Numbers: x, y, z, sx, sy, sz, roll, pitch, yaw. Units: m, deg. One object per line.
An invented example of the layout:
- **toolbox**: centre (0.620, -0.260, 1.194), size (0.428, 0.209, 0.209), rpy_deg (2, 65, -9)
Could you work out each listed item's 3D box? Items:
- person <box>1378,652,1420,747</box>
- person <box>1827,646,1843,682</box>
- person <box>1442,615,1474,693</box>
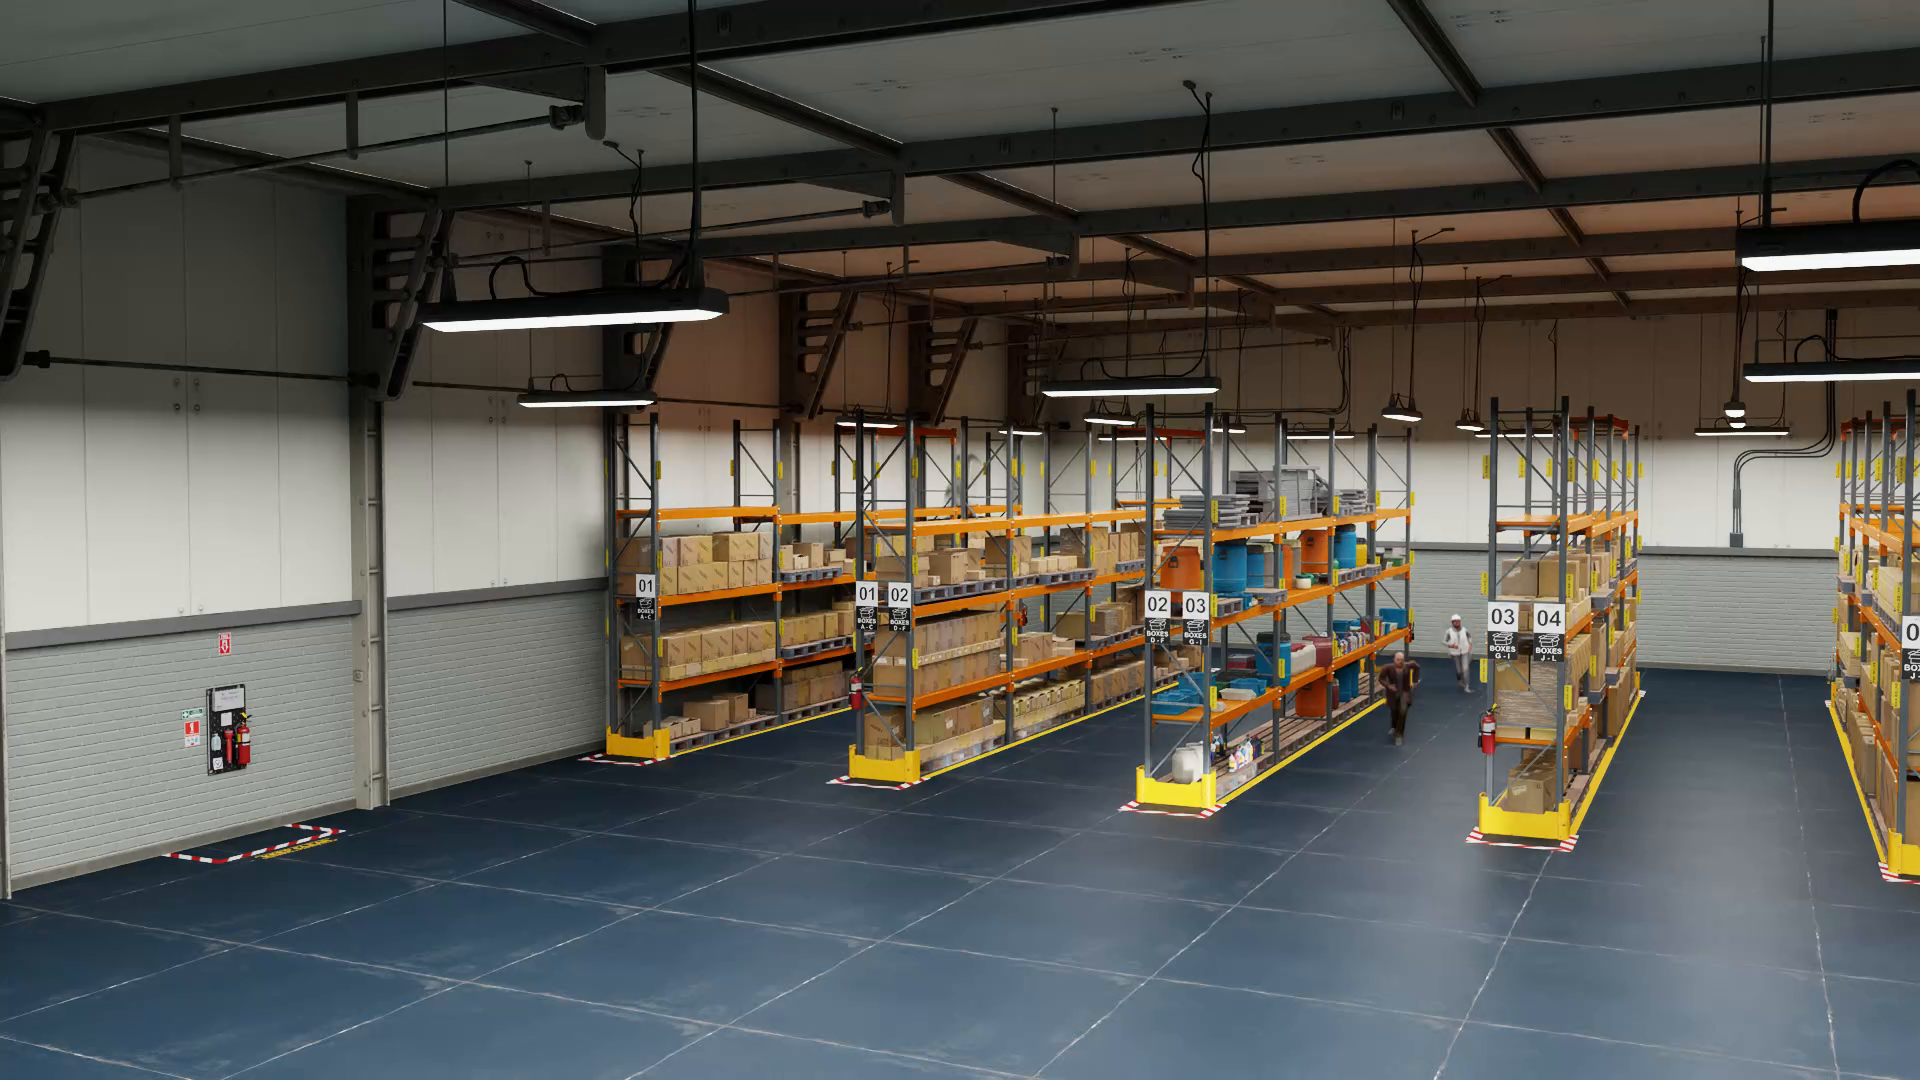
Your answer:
- **person**: centre (8.061, 2.892, 30.613), size (0.754, 1.743, 1.062), rpy_deg (0, 2, 9)
- **person**: centre (19.116, 2.681, 35.980), size (0.510, 1.634, 0.600), rpy_deg (0, 2, 2)
- **person**: centre (11.292, 2.564, 37.709), size (0.697, 1.737, 0.817), rpy_deg (0, 2, 9)
